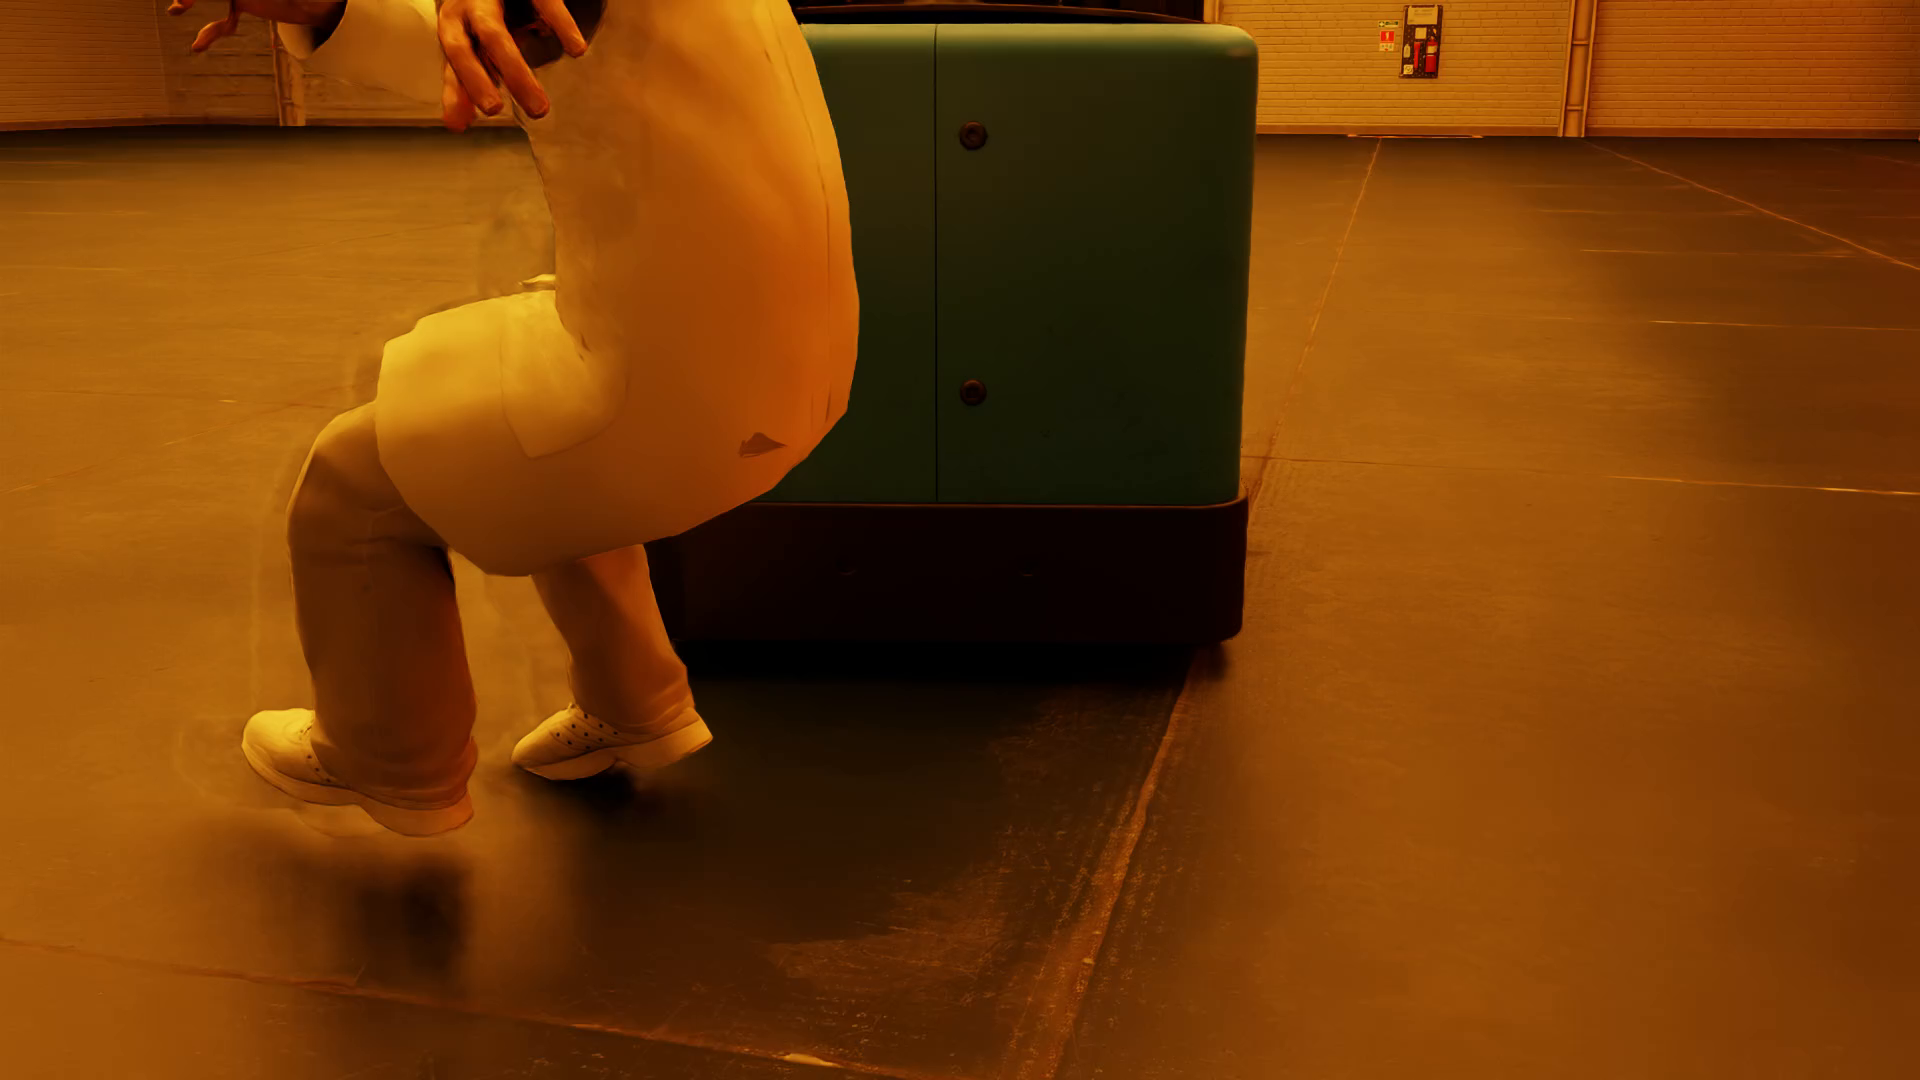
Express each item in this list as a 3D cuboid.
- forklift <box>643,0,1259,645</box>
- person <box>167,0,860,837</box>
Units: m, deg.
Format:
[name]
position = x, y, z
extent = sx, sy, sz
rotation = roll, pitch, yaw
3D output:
[forklift]
position = 0.007, -1.577, 3.895
extent = 1.130, 2.935, 3.031
rotation = 0, 16, 2
[person]
position = -0.574, -0.200, 1.756
extent = 1.029, 1.481, 1.200
rotation = 4, 16, 15
